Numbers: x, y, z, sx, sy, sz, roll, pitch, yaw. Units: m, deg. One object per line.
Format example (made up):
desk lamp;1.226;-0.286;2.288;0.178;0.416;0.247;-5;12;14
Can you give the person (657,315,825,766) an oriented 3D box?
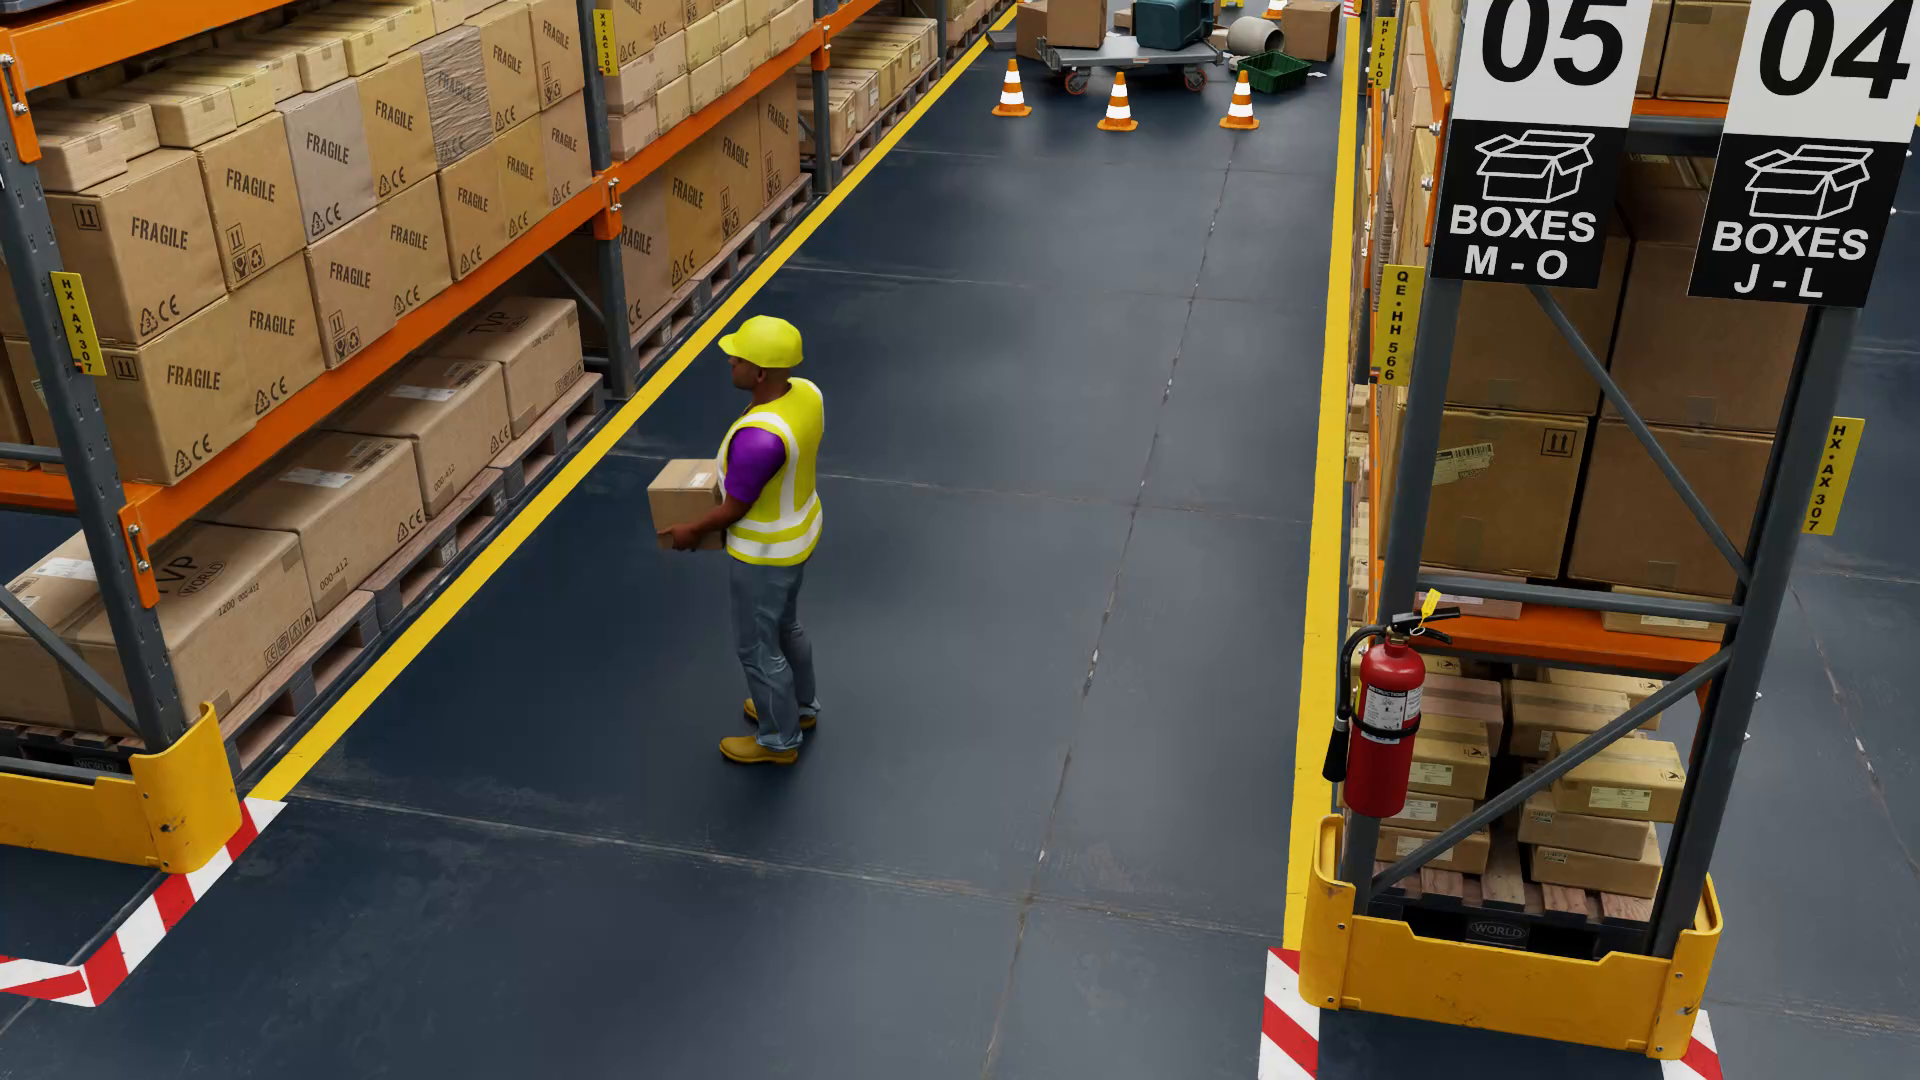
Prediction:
person;-0.786;0.002;6.095;0.567;1.769;0.528;6;29;10
